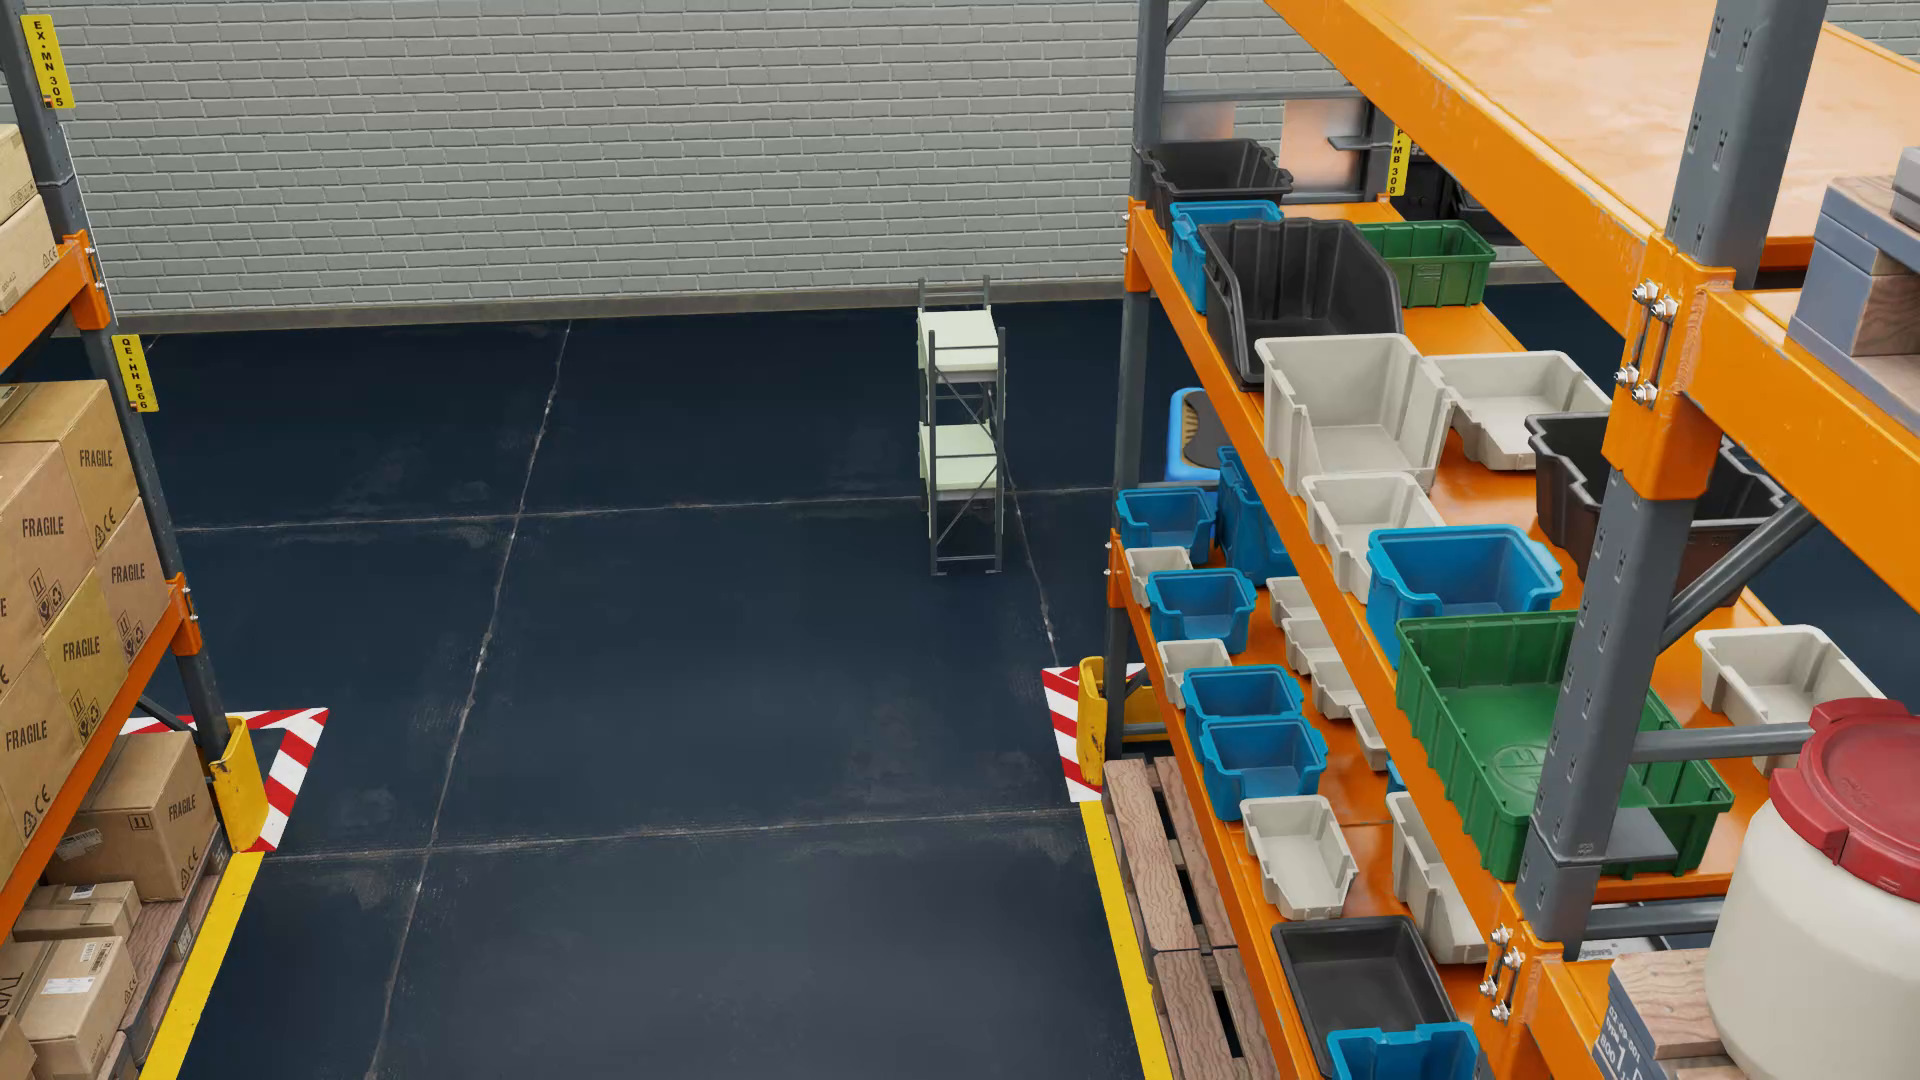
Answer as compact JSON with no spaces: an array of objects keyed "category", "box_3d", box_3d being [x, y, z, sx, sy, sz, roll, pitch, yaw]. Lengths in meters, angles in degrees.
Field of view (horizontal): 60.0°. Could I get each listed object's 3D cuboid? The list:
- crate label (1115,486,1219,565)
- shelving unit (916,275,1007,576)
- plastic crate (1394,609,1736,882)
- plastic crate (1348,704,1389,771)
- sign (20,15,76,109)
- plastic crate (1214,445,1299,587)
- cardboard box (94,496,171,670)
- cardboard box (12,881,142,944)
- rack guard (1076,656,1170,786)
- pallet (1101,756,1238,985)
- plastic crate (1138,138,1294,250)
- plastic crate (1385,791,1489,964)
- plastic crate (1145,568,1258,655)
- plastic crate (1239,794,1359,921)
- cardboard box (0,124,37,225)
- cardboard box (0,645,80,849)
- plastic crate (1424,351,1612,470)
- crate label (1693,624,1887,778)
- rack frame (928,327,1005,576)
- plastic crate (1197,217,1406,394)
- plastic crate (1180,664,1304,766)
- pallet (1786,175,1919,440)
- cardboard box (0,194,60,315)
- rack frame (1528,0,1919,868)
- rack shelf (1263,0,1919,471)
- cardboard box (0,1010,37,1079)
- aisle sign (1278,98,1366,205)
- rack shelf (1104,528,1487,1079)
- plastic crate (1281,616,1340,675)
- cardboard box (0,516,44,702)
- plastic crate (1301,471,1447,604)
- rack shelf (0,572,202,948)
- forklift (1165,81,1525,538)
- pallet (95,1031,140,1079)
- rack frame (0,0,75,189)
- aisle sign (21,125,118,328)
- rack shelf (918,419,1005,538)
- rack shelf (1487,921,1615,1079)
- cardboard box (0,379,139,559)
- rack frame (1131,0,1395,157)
[{"category":"crate label","box_3d":[0.864,-0.044,7.004,0.416,0.233,0.303,-3,31,-5]},{"category":"shelving unit","box_3d":[0.001,-0.640,9.360,0.431,1.500,0.755,-3,31,-5]},{"category":"plastic crate","box_3d":[1.202,0.411,3.418,0.450,0.188,0.662,-3,31,-5]},{"category":"plastic crate","box_3d":[1.535,0.703,5.847,0.298,0.136,0.250,-3,31,-5]},{"category":"sign","box_3d":[-3.208,-1.681,5.851,0.100,0.325,0.005,-3,31,-5]},{"category":"plastic crate","box_3d":[1.386,-0.111,6.919,0.616,0.435,0.499,-3,31,-5]},{"category":"cardboard box","box_3d":[-3.450,0.176,6.434,0.500,0.500,0.500,-2,31,-3]},{"category":"cardboard box","box_3d":[-3.519,1.507,6.635,0.380,0.166,0.250,-3,31,-5]},{"category":"rack guard","box_3d":[1.154,0.829,7.875,1.175,0.500,0.348,-3,31,-5]},{"category":"pallet","box_3d":[1.208,1.388,7.221,1.003,0.211,1.213,-3,31,-5]},{"category":"plastic crate","box_3d":[0.928,-1.254,6.127,0.497,0.269,0.590,-3,31,-5]},{"category":"plastic crate","box_3d":[1.584,1.047,5.130,0.437,0.282,0.530,-3,31,-5]},{"category":"plastic crate","box_3d":[0.926,0.292,6.442,0.416,0.233,0.300,-3,31,-5]},{"category":"plastic crate","box_3d":[1.081,1.023,5.312,0.293,0.136,0.466,-3,31,-5]},{"category":"cardboard box","box_3d":[-3.461,-1.185,5.543,0.500,0.250,0.500,-3,31,-5]},{"category":"cardboard box","box_3d":[-3.357,0.695,5.563,0.500,0.500,0.500,-3,31,-4]},{"category":"plastic crate","box_3d":[1.609,-0.364,4.766,0.437,0.136,0.530,-3,31,-5]},{"category":"crate label","box_3d":[1.785,0.372,3.535,0.293,0.136,0.466,-3,31,-5]},{"category":"rack frame","box_3d":[0.035,-0.454,9.047,0.400,1.500,0.023,-3,31,-5]},{"category":"plastic crate","box_3d":[1.038,-0.700,5.133,0.504,0.338,0.767,-3,31,-5]},{"category":"plastic crate","box_3d":[0.987,0.628,5.879,0.416,0.233,0.300,-3,31,-5]},{"category":"pallet","box_3d":[1.651,-0.092,1.703,1.003,0.211,1.213,-3,31,-5]},{"category":"cardboard box","box_3d":[-3.452,-0.971,5.671,0.500,0.250,0.500,-3,31,-5]},{"category":"rack frame","box_3d":[1.543,-0.766,2.257,1.000,3.000,0.127,-3,31,-5]},{"category":"rack shelf","box_3d":[1.356,-1.306,4.253,1.077,0.370,4.000,-3,31,-5]},{"category":"cardboard box","box_3d":[-3.570,1.969,5.534,0.797,0.503,0.637,-3,31,-5]},{"category":"aisle sign","box_3d":[1.454,-1.399,6.633,0.394,0.787,0.004,-3,31,-5]},{"category":"rack shelf","box_3d":[1.356,1.098,5.689,1.077,0.370,4.000,-3,31,-5]},{"category":"plastic crate","box_3d":[1.438,0.411,6.335,0.396,0.136,0.243,-3,31,-5]},{"category":"cardboard box","box_3d":[-3.346,0.267,5.305,0.500,0.500,0.500,-2,31,-3]},{"category":"plastic crate","box_3d":[1.045,0.004,4.150,0.293,0.136,0.466,-3,31,-5]},{"category":"rack shelf","box_3d":[-3.576,1.333,5.295,1.077,0.370,4.000,-3,31,-5]},{"category":"forklift","box_3d":[2.584,-0.836,8.292,3.031,2.935,1.130,4,31,6]},{"category":"pallet","box_3d":[-3.570,2.268,5.749,1.003,0.211,1.213,-3,31,-5]},{"category":"rack frame","box_3d":[-3.763,-2.572,5.282,1.000,3.000,0.127,-3,31,-5]},{"category":"aisle sign","box_3d":[-3.464,-1.162,6.236,0.394,0.787,0.004,-3,31,-5]},{"category":"rack shelf","box_3d":[0.001,-0.361,9.527,0.431,0.370,0.720,-3,31,-5]},{"category":"rack shelf","box_3d":[1.730,1.852,1.501,1.077,0.370,4.000,-3,31,-5]},{"category":"cardboard box","box_3d":[-3.448,-0.255,6.180,0.500,0.500,0.500,-3,31,-5]},{"category":"rack frame","box_3d":[1.169,-2.808,5.676,1.000,3.000,0.127,-3,31,-5]}]
